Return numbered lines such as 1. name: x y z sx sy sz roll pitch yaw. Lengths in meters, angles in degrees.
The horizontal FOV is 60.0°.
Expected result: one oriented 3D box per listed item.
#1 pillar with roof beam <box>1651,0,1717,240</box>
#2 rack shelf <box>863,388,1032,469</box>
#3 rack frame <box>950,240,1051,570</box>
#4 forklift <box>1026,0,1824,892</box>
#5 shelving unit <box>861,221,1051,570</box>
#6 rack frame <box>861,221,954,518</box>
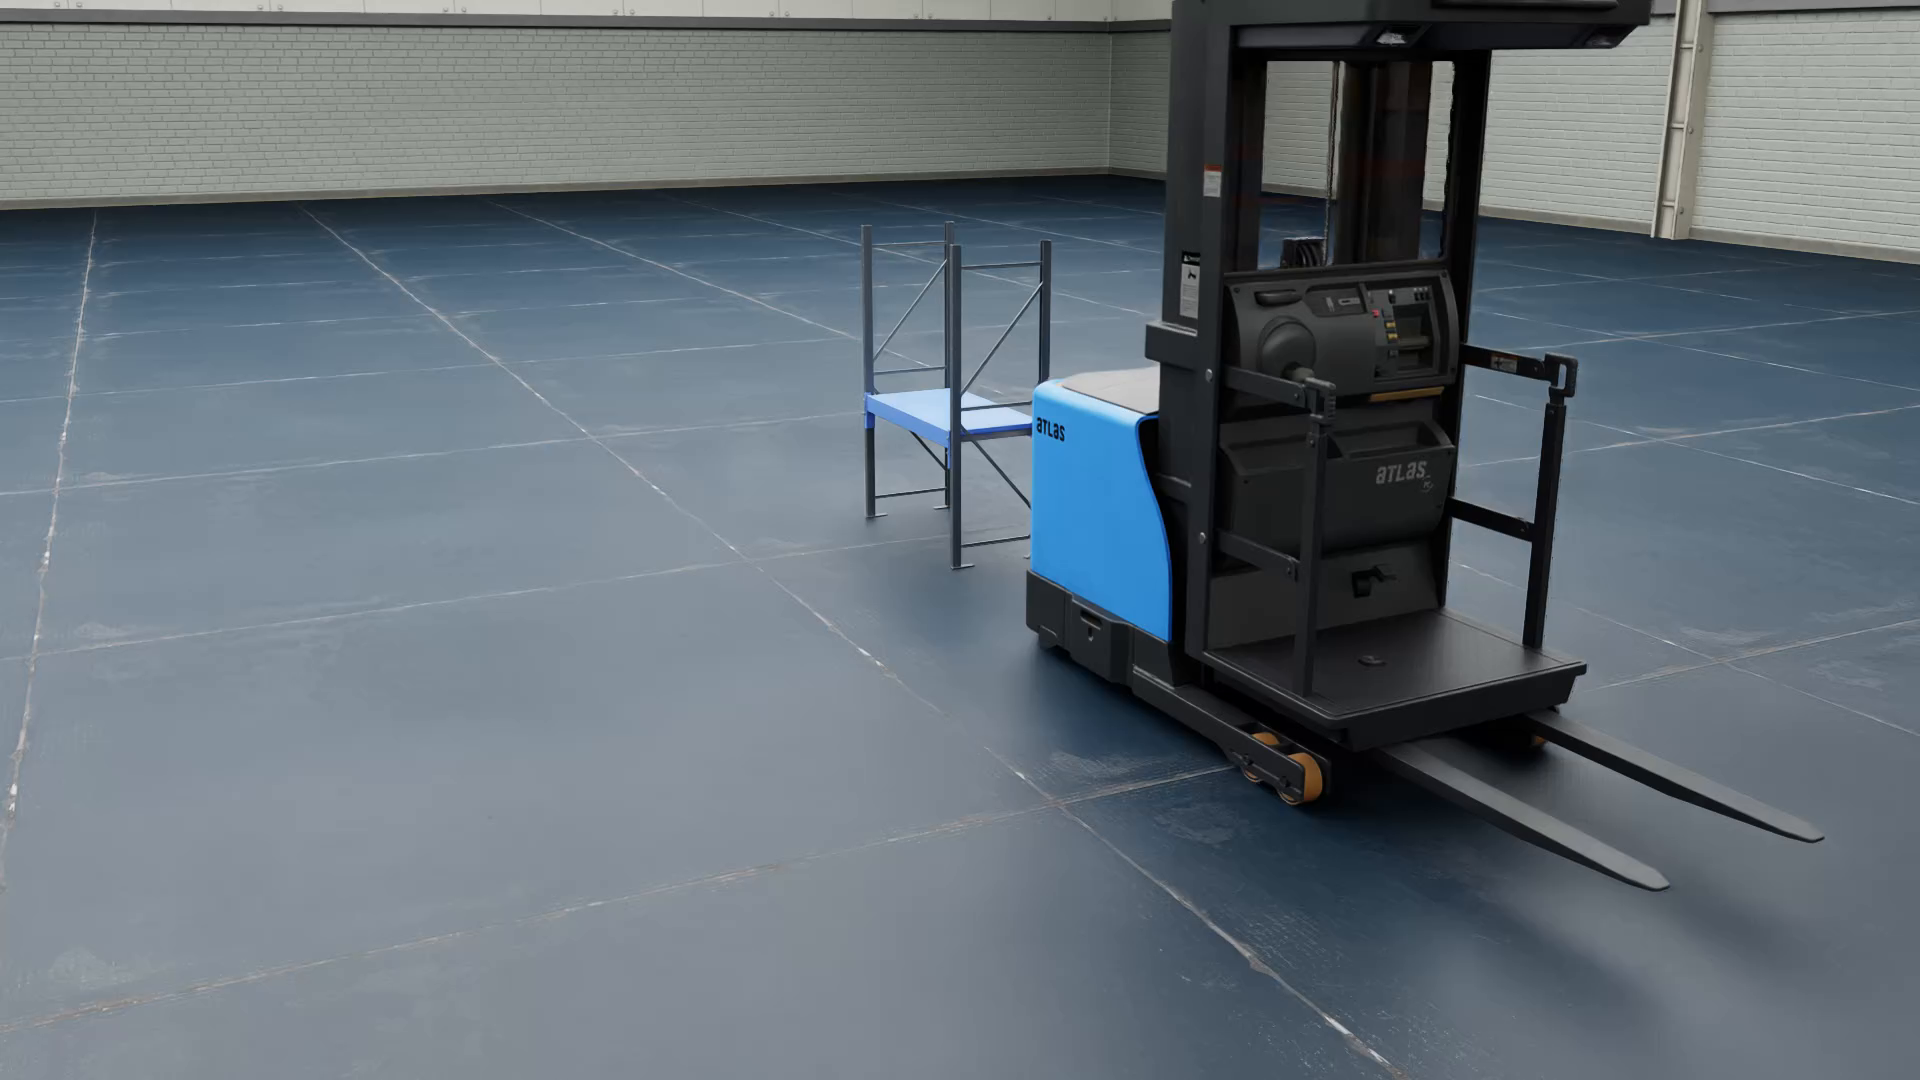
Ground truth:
1. pillar with roof beam: 5.735 -7.892 19.439 9.100 9.000 0.400 -8 18 -25
2. rack shelf: -0.037 -0.569 8.167 0.538 0.185 1.000 -8 18 -25
3. rack frame: 0.185 -0.616 7.678 0.500 1.500 0.032 -8 18 -25
4. forklift: 1.395 -0.703 5.387 1.130 2.935 3.031 -8 18 -26
5. shelving unit: -0.037 -0.742 8.117 0.538 1.500 1.048 -8 18 -25
6. rack frame: -0.260 -0.868 8.557 0.500 1.500 0.032 -8 18 -25
